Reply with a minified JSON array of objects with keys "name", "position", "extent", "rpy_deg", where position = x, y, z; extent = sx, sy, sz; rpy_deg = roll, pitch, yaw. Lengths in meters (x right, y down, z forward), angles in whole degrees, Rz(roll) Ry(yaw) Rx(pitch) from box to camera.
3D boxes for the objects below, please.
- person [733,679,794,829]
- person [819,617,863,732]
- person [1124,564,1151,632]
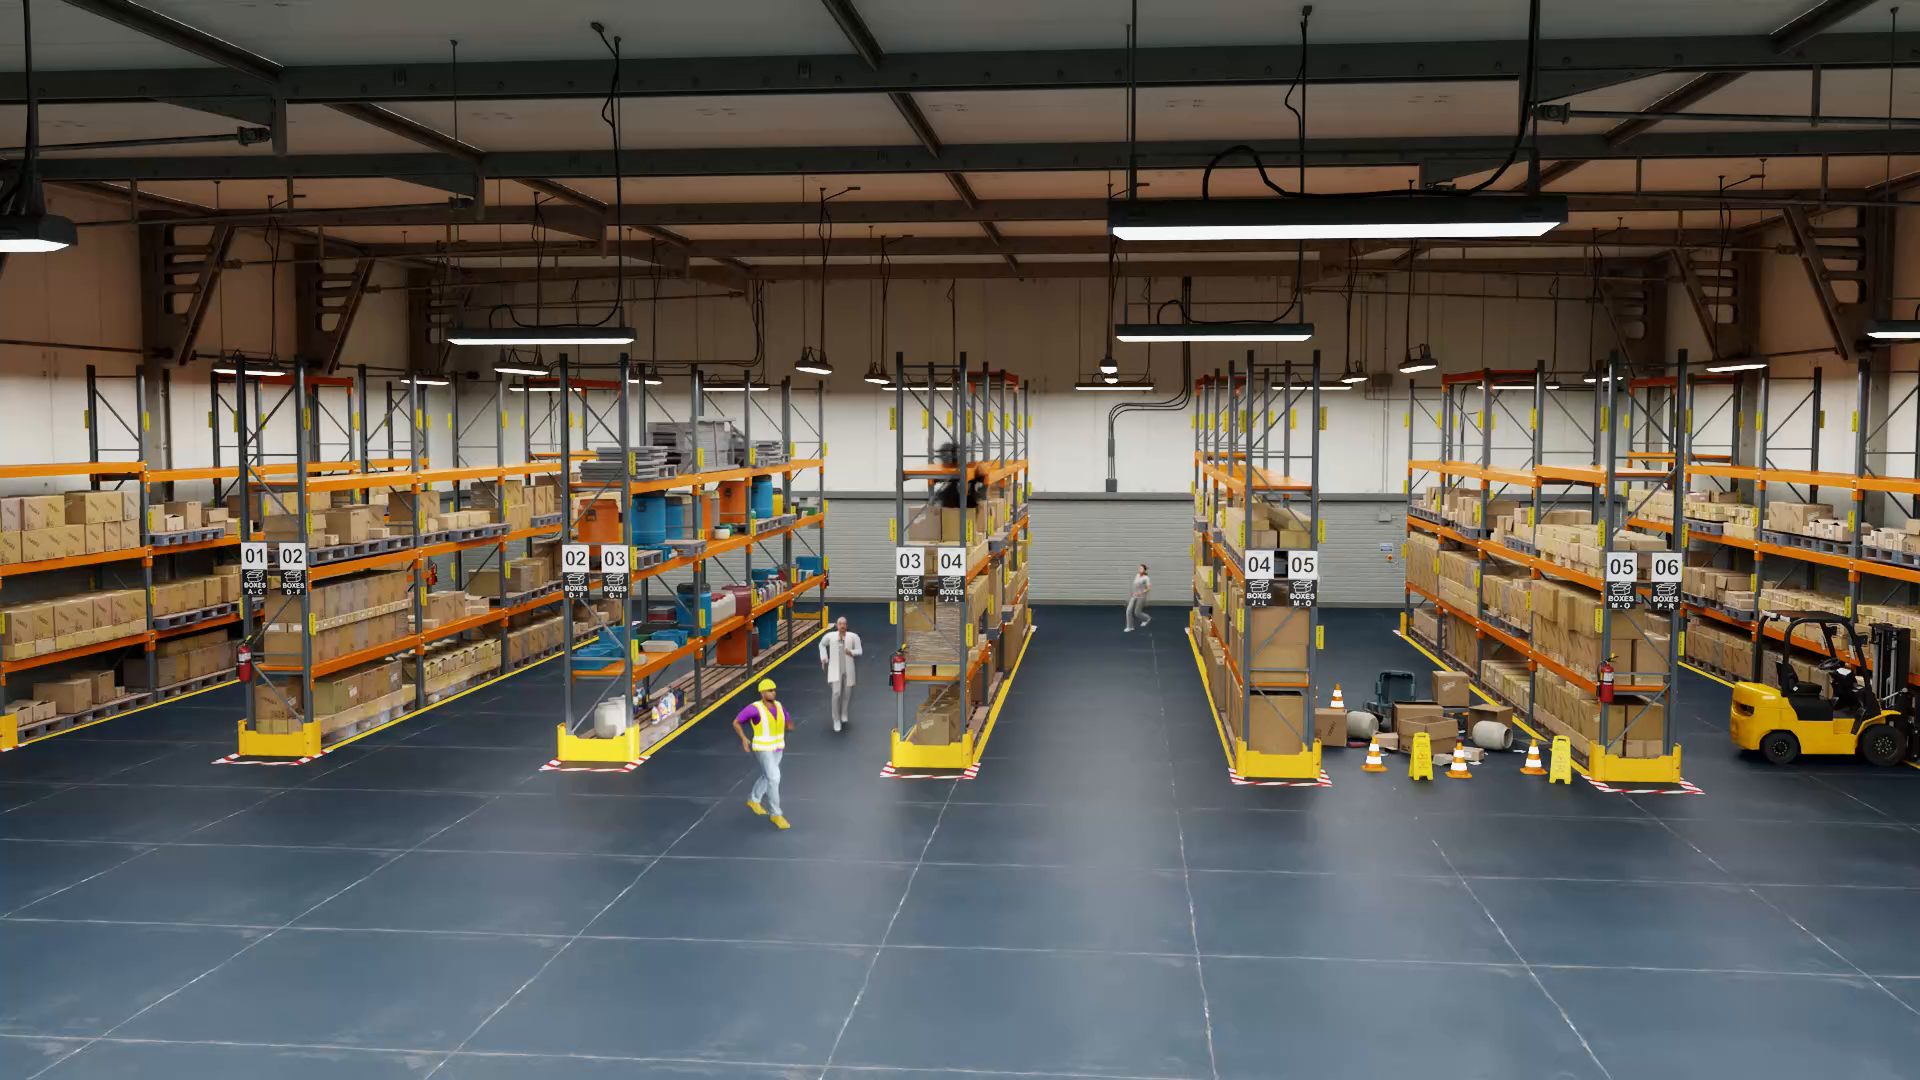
[{"name":"person","position":[-2.387,2.631,20.716],"extent":[0.876,1.802,0.685],"rpy_deg":[3,5,38]},{"name":"person","position":[-1.940,2.179,27.228],"extent":[0.672,1.848,0.847],"rpy_deg":[-1,4,-11]},{"name":"person","position":[4.315,1.382,39.650],"extent":[0.781,1.630,0.606],"rpy_deg":[-3,5,-40]}]
